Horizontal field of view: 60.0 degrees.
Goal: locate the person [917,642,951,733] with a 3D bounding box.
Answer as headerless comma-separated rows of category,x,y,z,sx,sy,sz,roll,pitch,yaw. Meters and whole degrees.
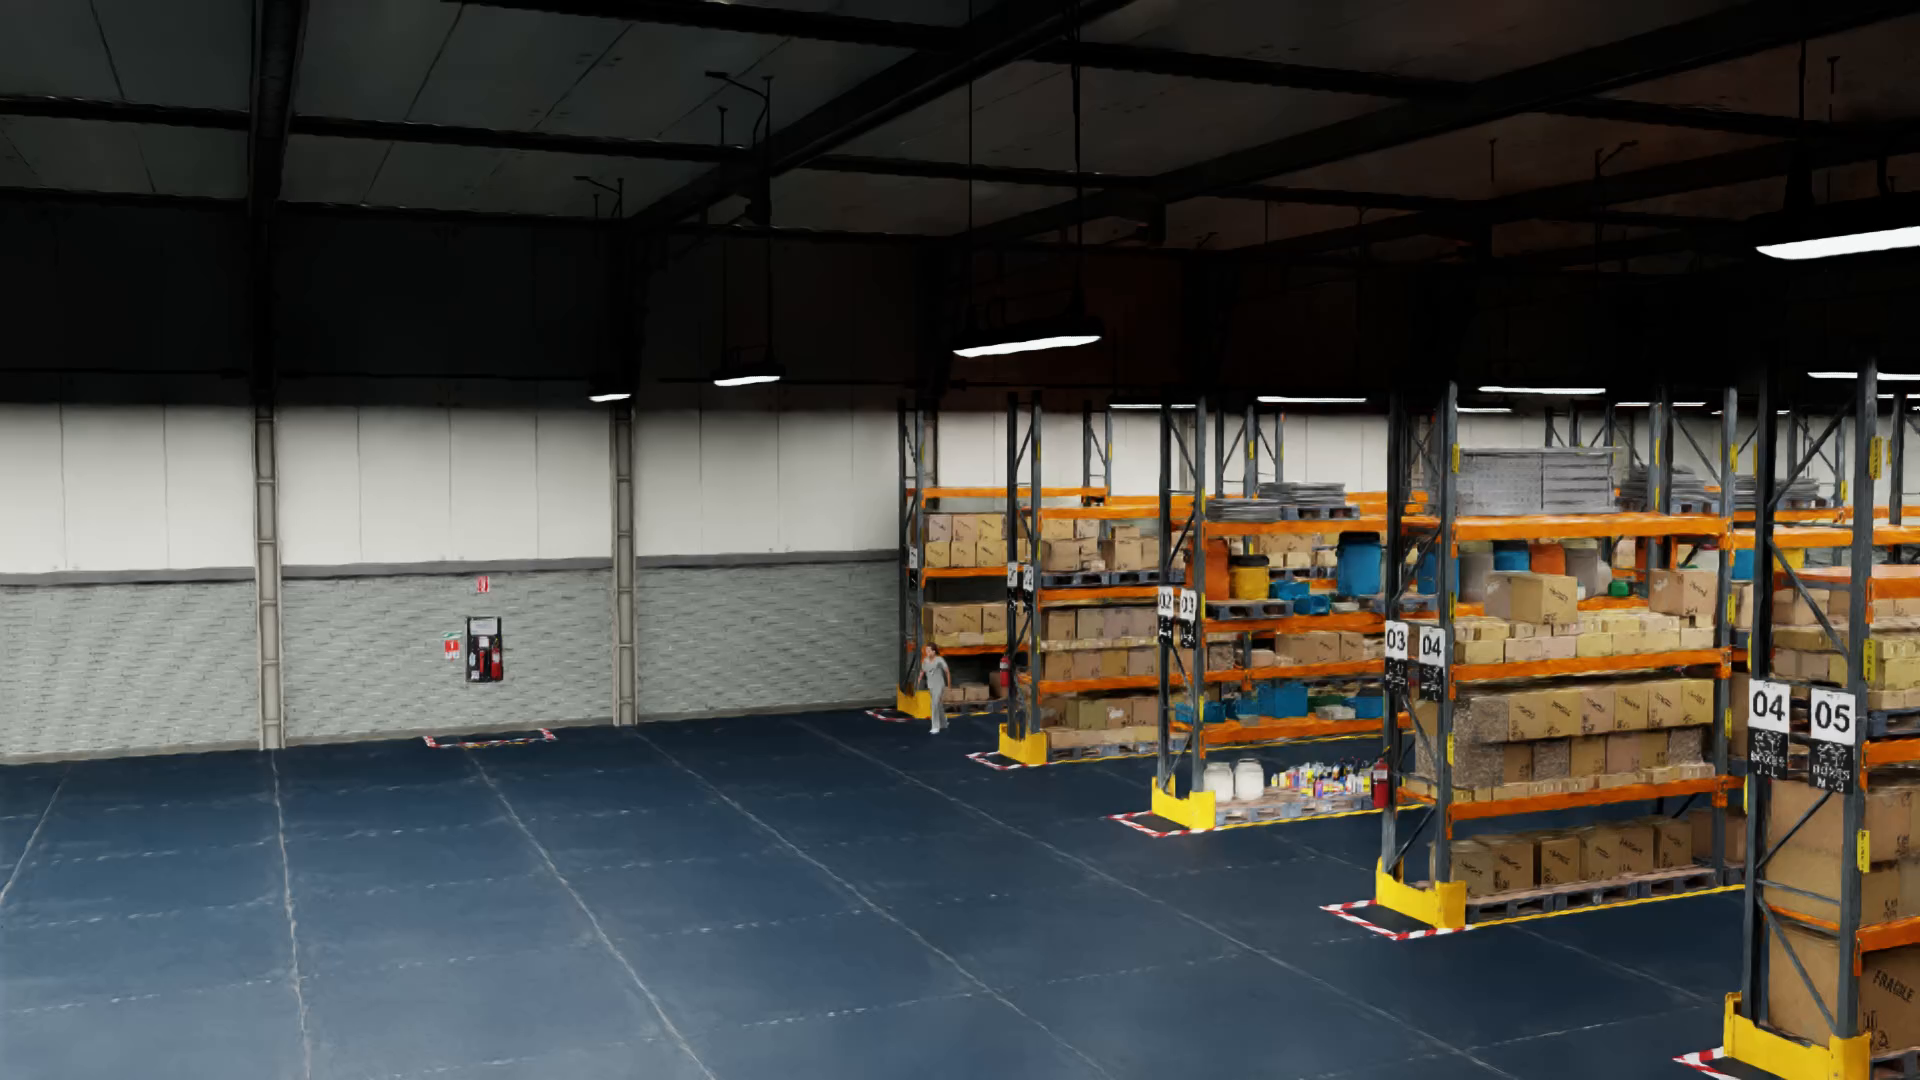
person,-0.423,2.614,29.655,0.774,1.613,0.592,-3,5,-45
